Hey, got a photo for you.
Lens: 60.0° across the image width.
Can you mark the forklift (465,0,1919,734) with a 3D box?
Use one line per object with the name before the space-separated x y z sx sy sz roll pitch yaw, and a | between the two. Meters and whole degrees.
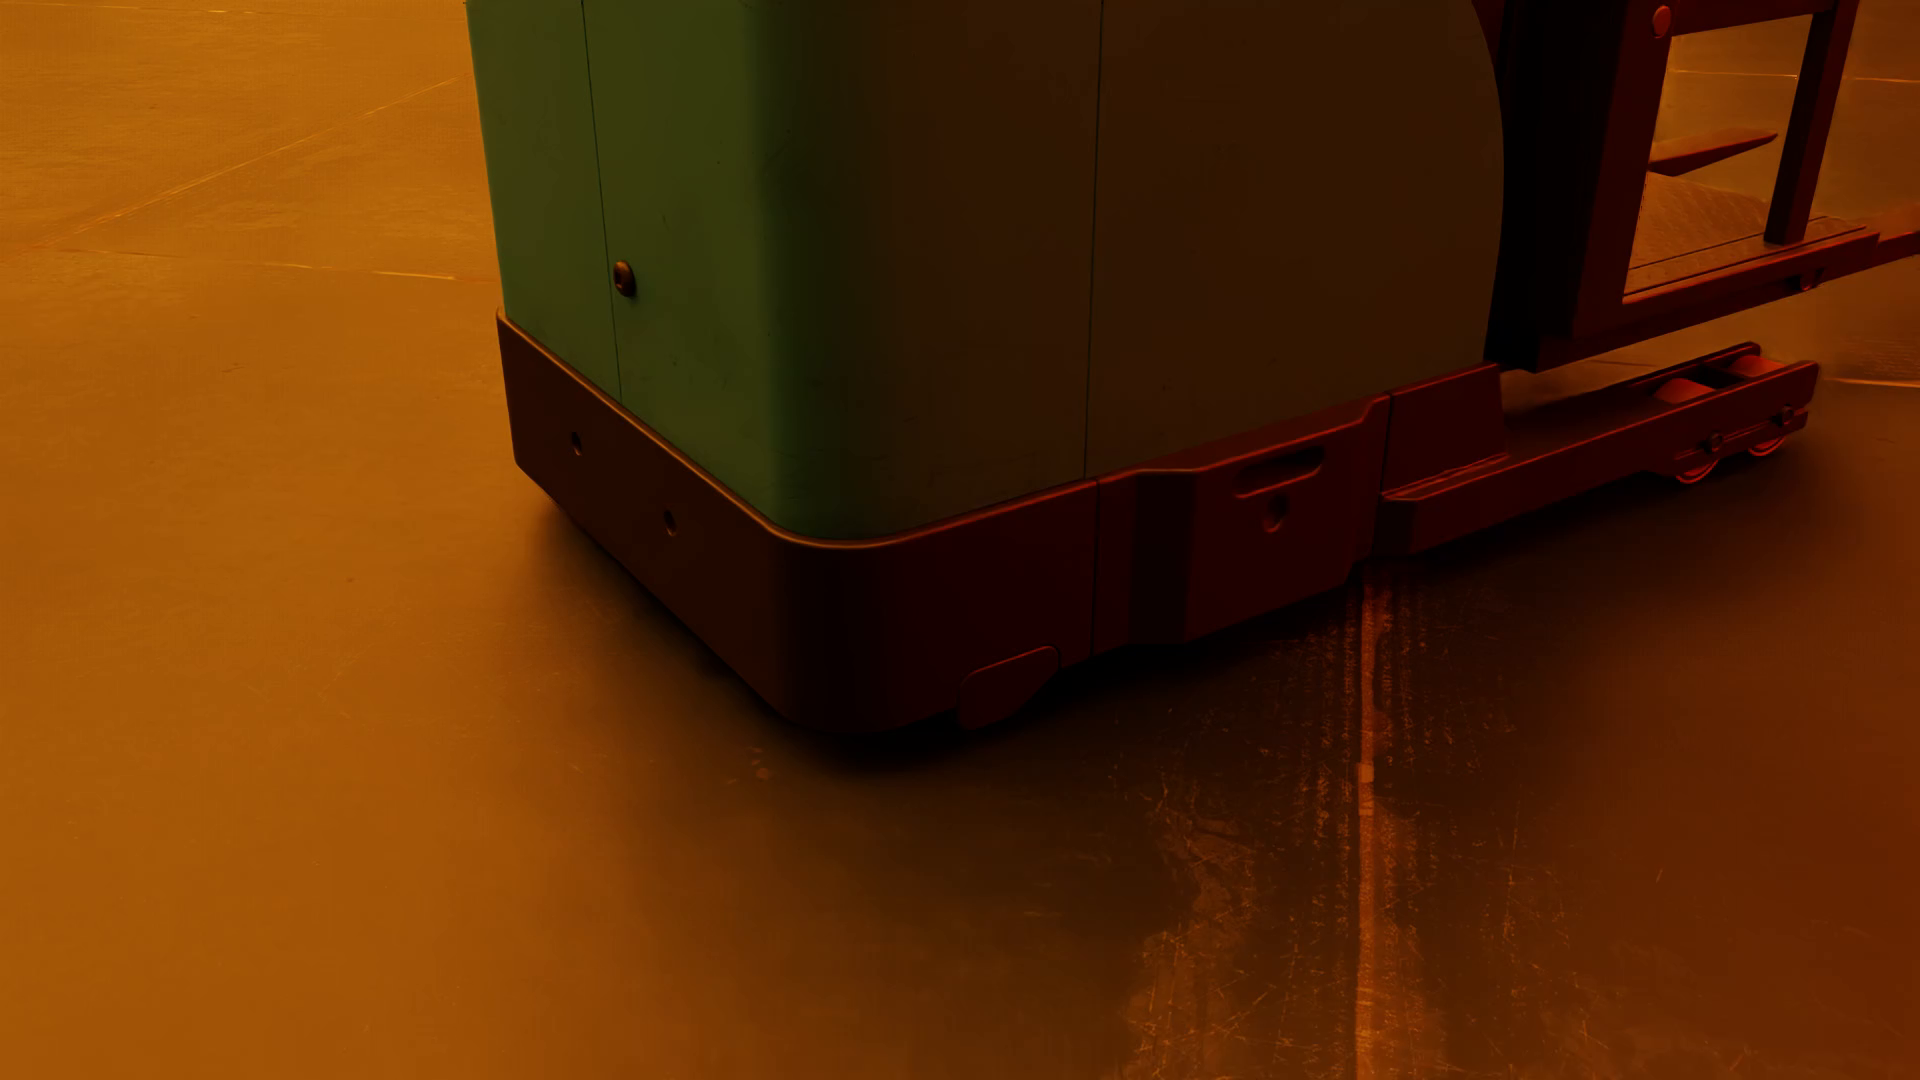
forklift | 0.812 -1.579 2.376 3.031 2.935 1.130 -17 31 -30
